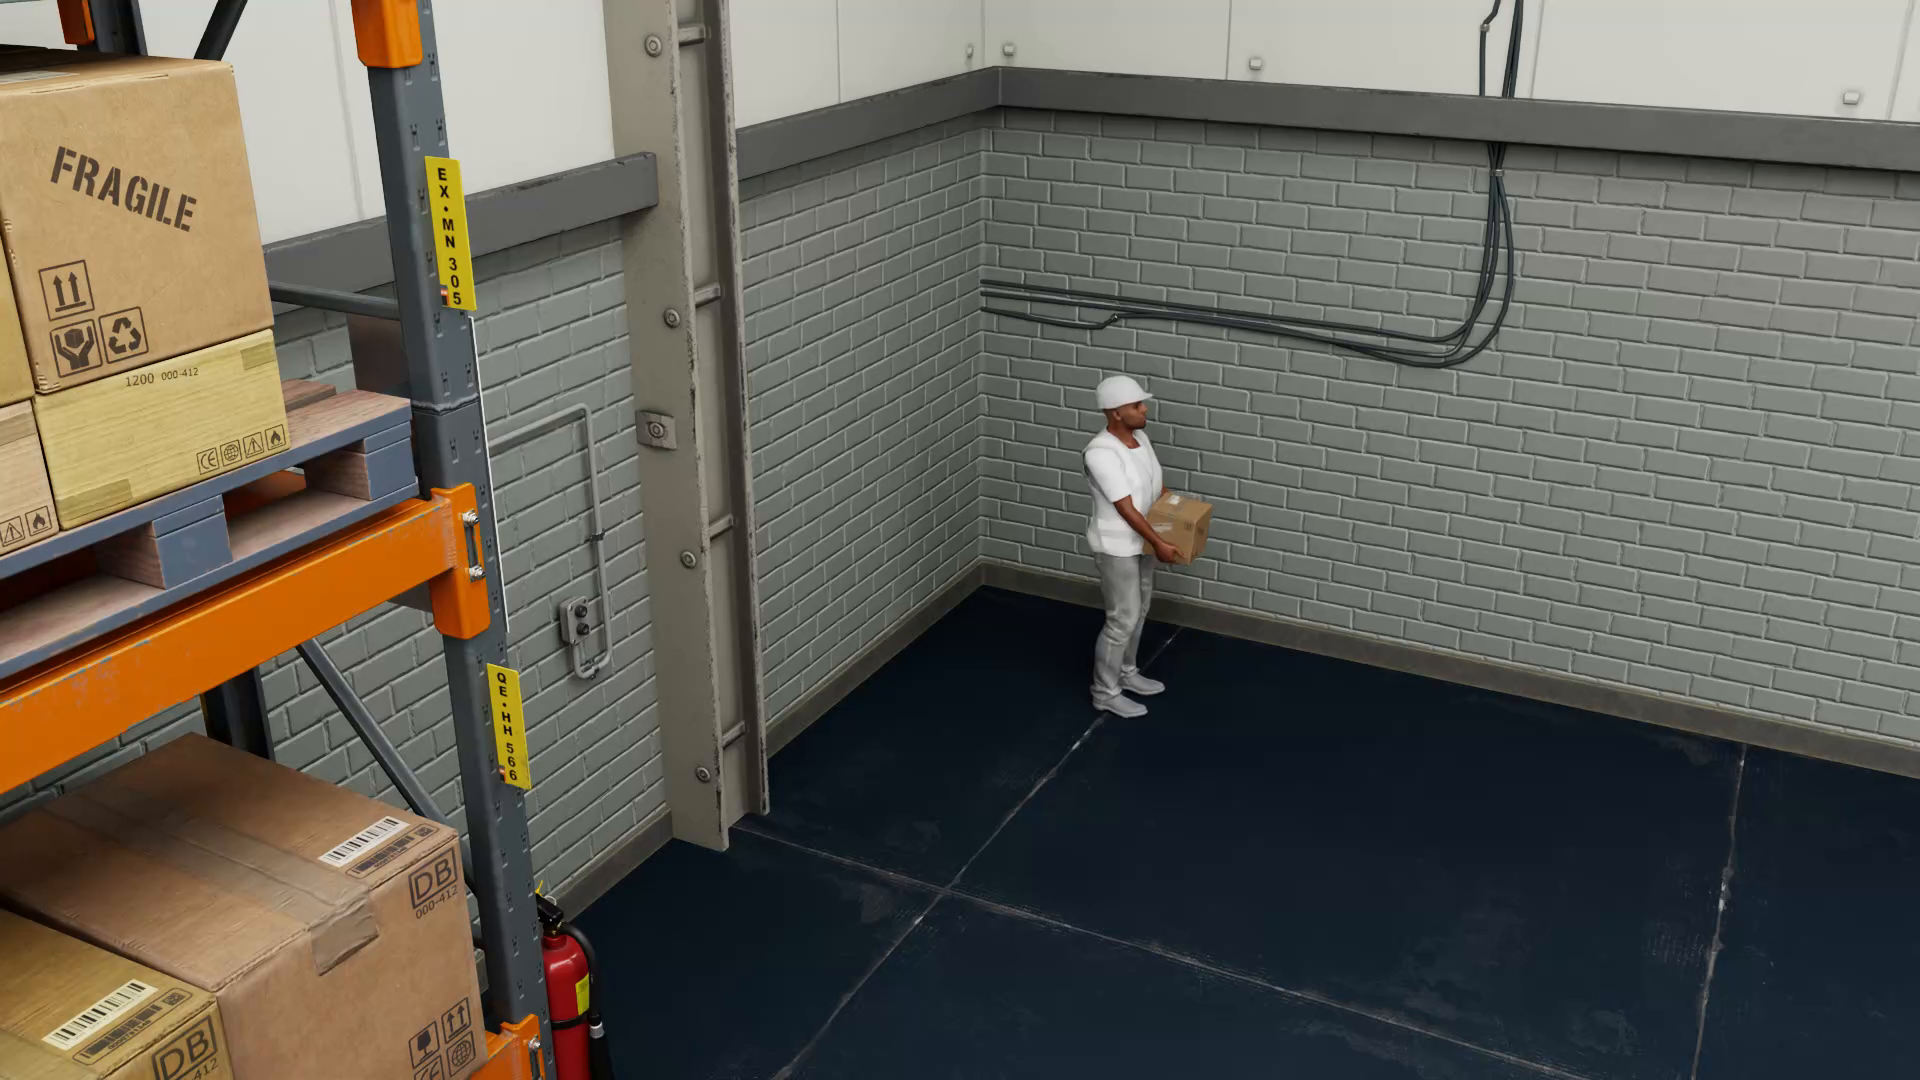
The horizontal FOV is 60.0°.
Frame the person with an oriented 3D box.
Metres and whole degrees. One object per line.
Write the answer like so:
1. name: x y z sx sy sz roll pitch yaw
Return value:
1. person: 0.929 0.036 8.476 0.575 1.767 0.510 11 25 25
